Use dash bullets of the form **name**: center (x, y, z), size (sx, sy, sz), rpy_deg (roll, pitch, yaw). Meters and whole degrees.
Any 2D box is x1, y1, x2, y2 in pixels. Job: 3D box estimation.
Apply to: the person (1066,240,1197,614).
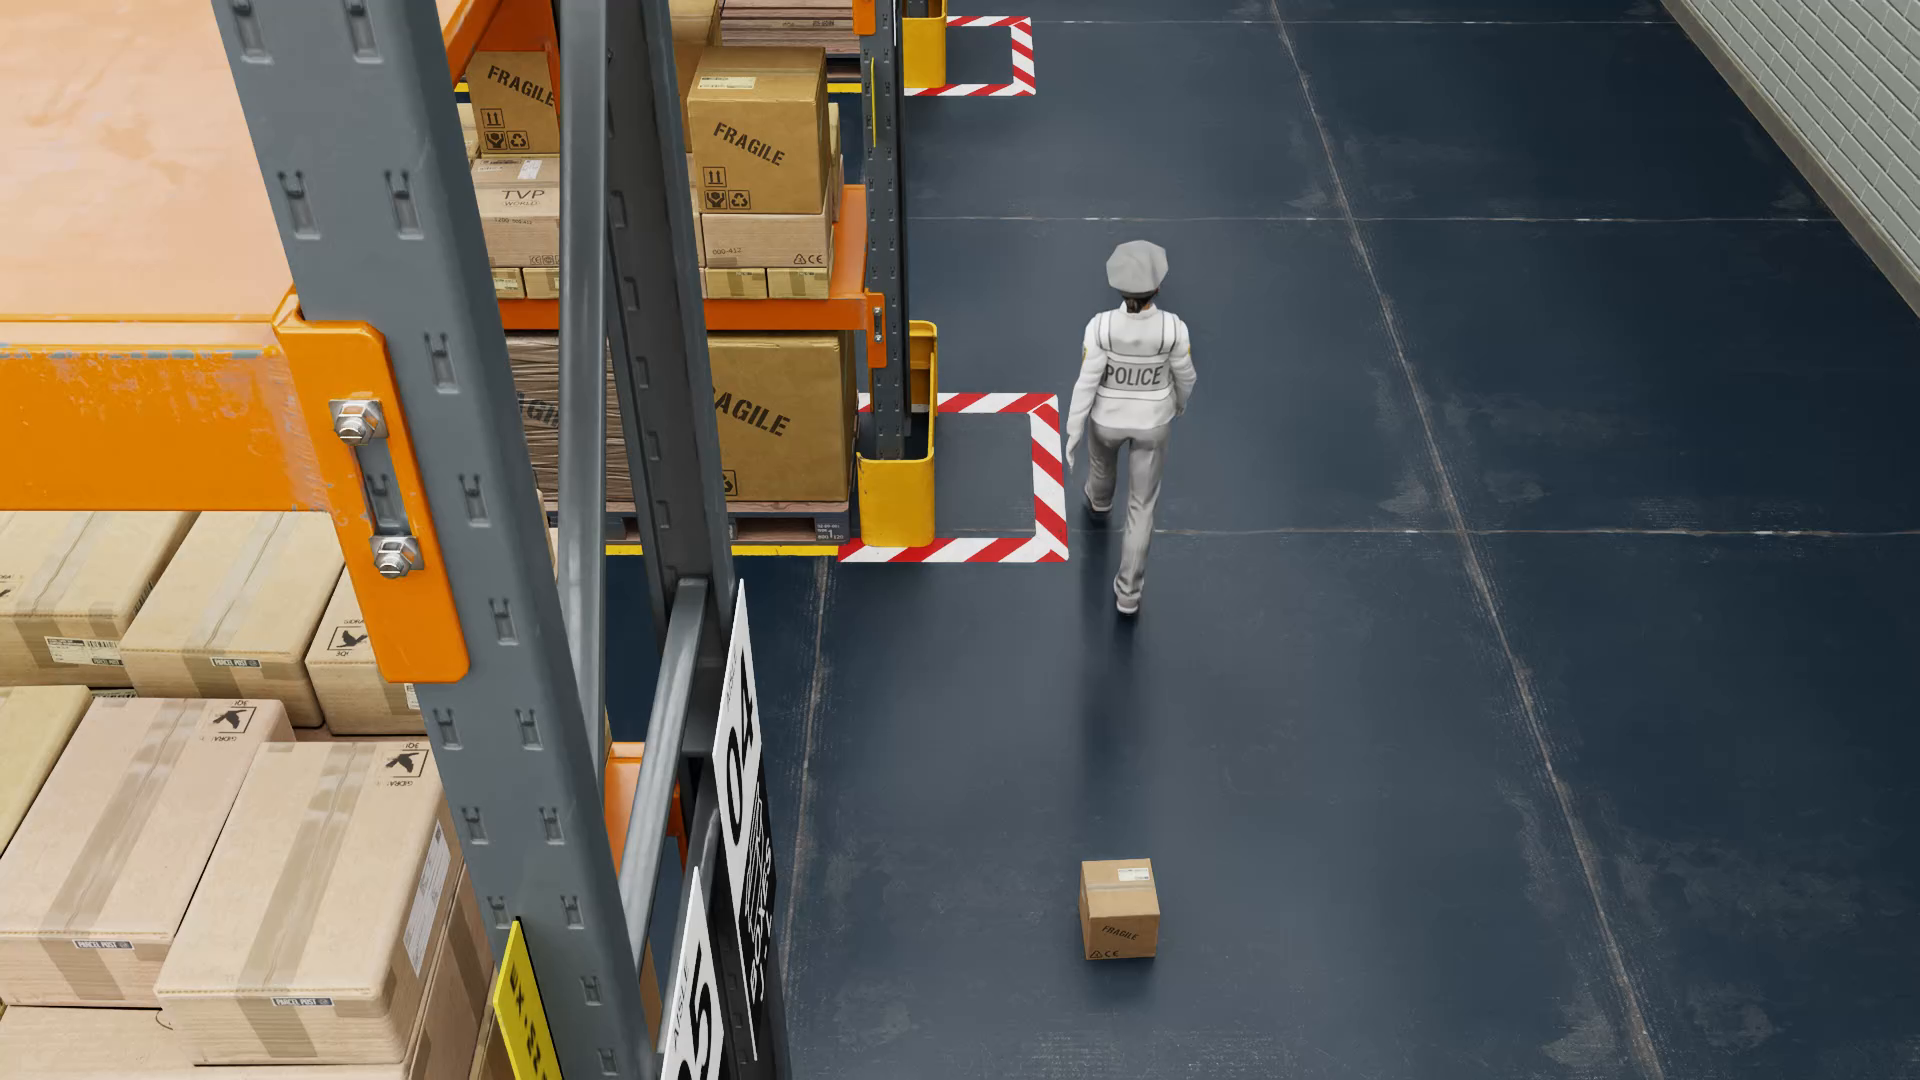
- **person**: center (0.747, -0.592, 7.178), size (0.521, 1.636, 0.973), rpy_deg (7, 40, 8)
